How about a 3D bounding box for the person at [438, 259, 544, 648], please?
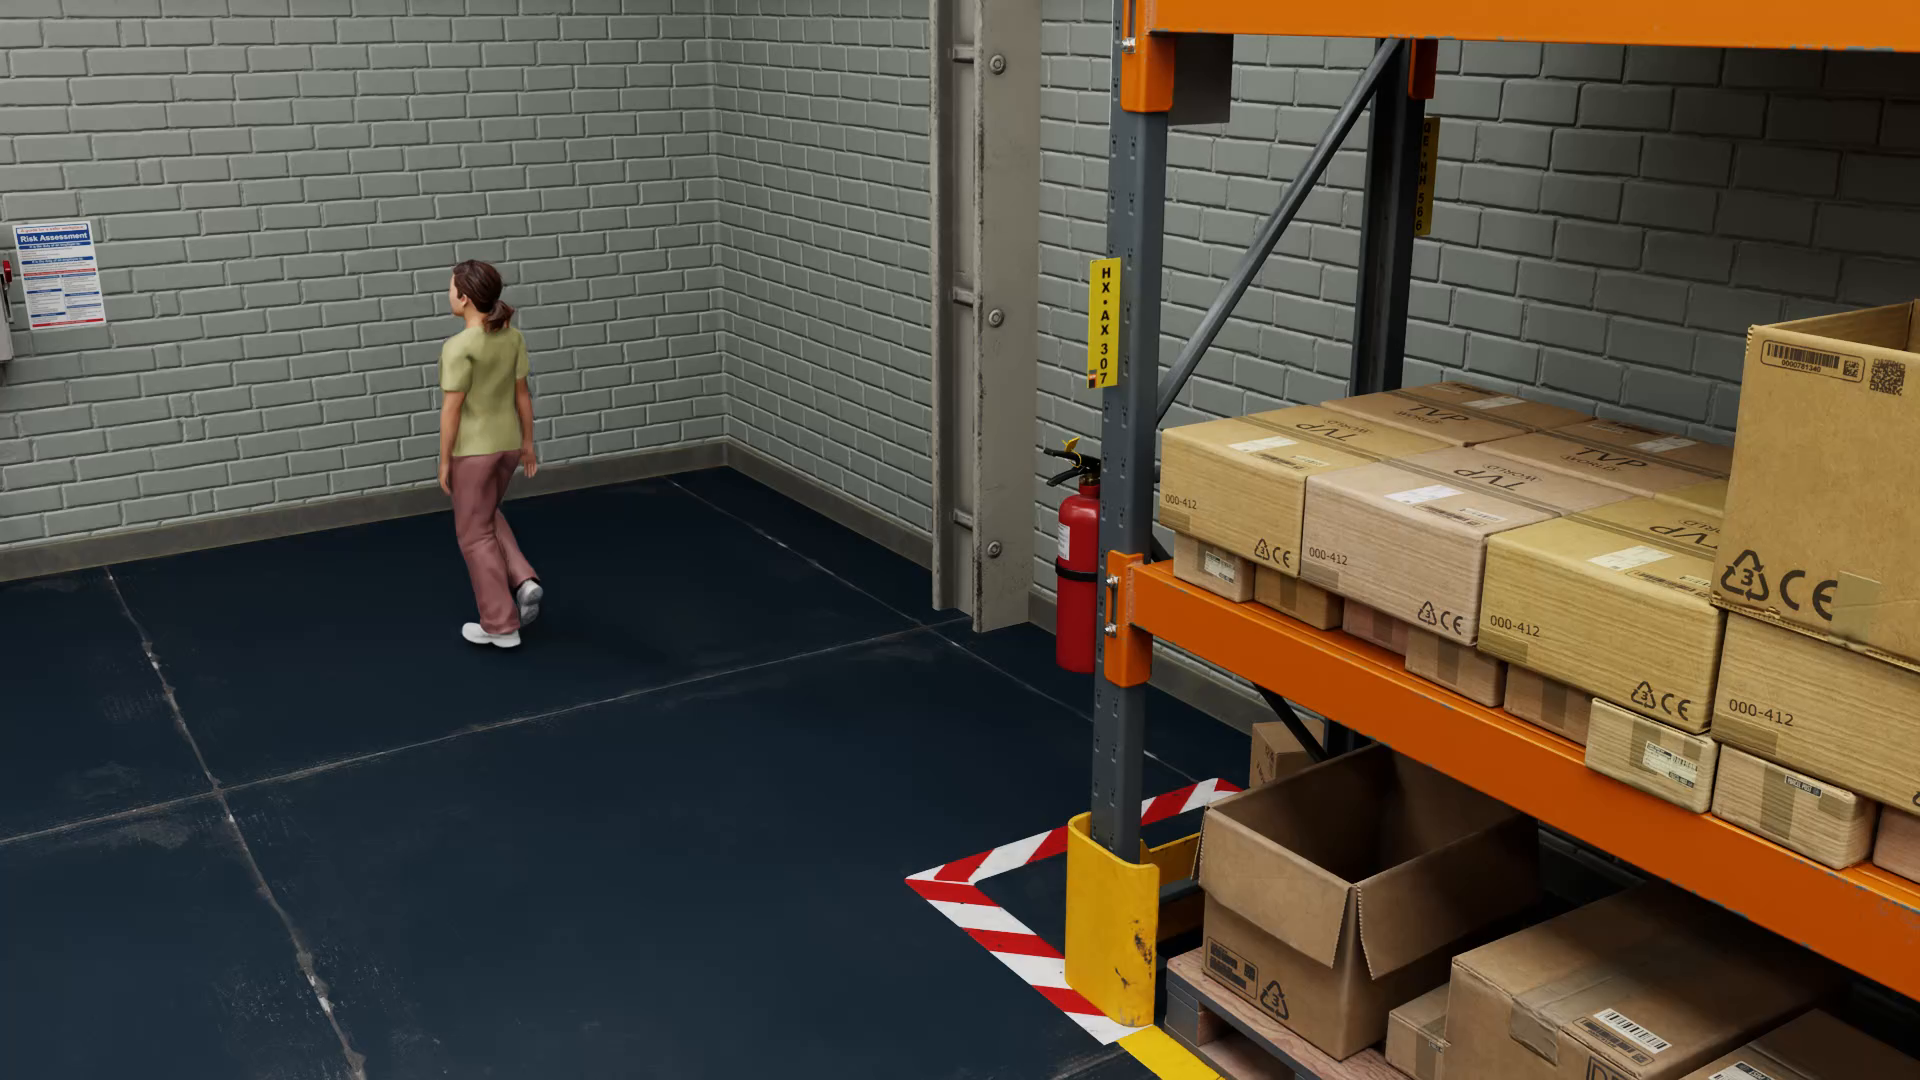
[{"bbox_3d":[-2.053,-0.361,7.085,0.460,1.664,0.462,9,20,26],"label":"person"}]
